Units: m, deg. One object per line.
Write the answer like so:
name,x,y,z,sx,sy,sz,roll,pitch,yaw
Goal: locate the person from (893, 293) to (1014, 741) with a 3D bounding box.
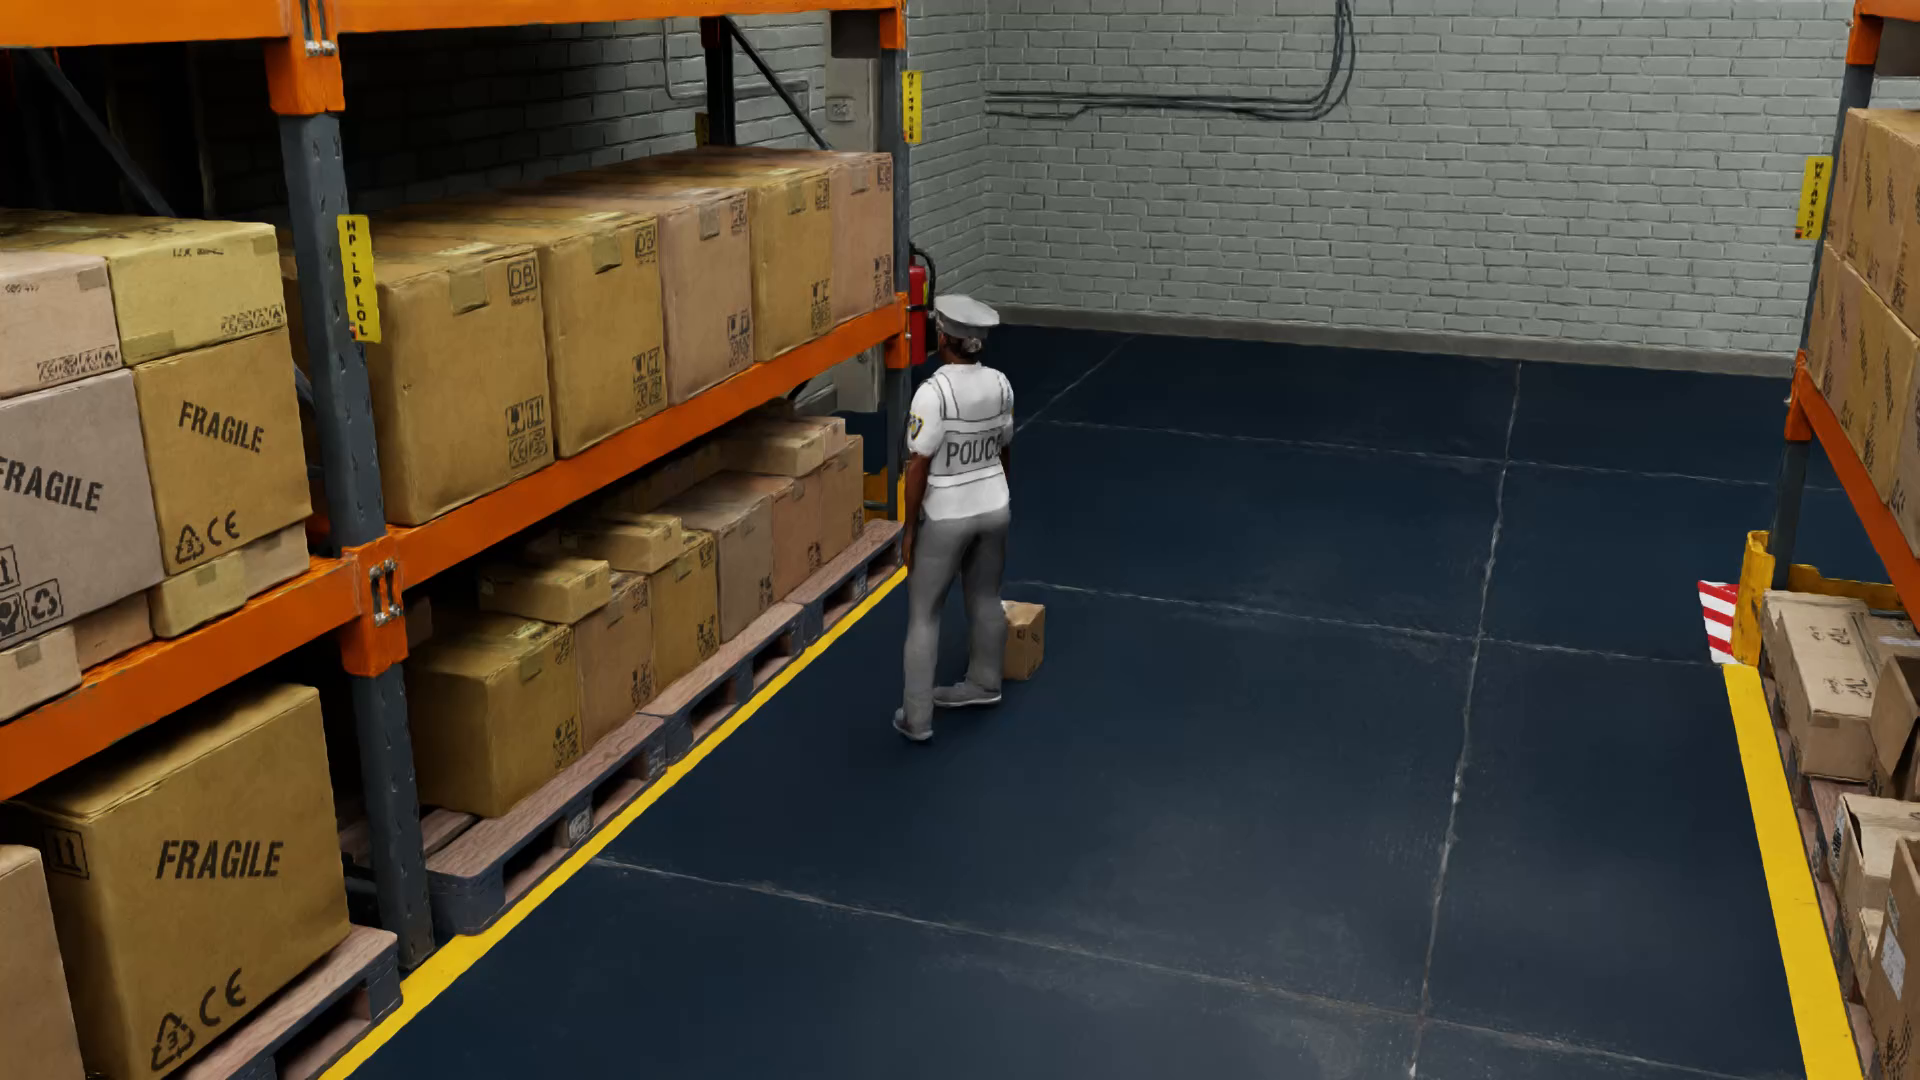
person,-0.023,-0.077,6.284,0.530,1.690,0.389,-14,23,-35
